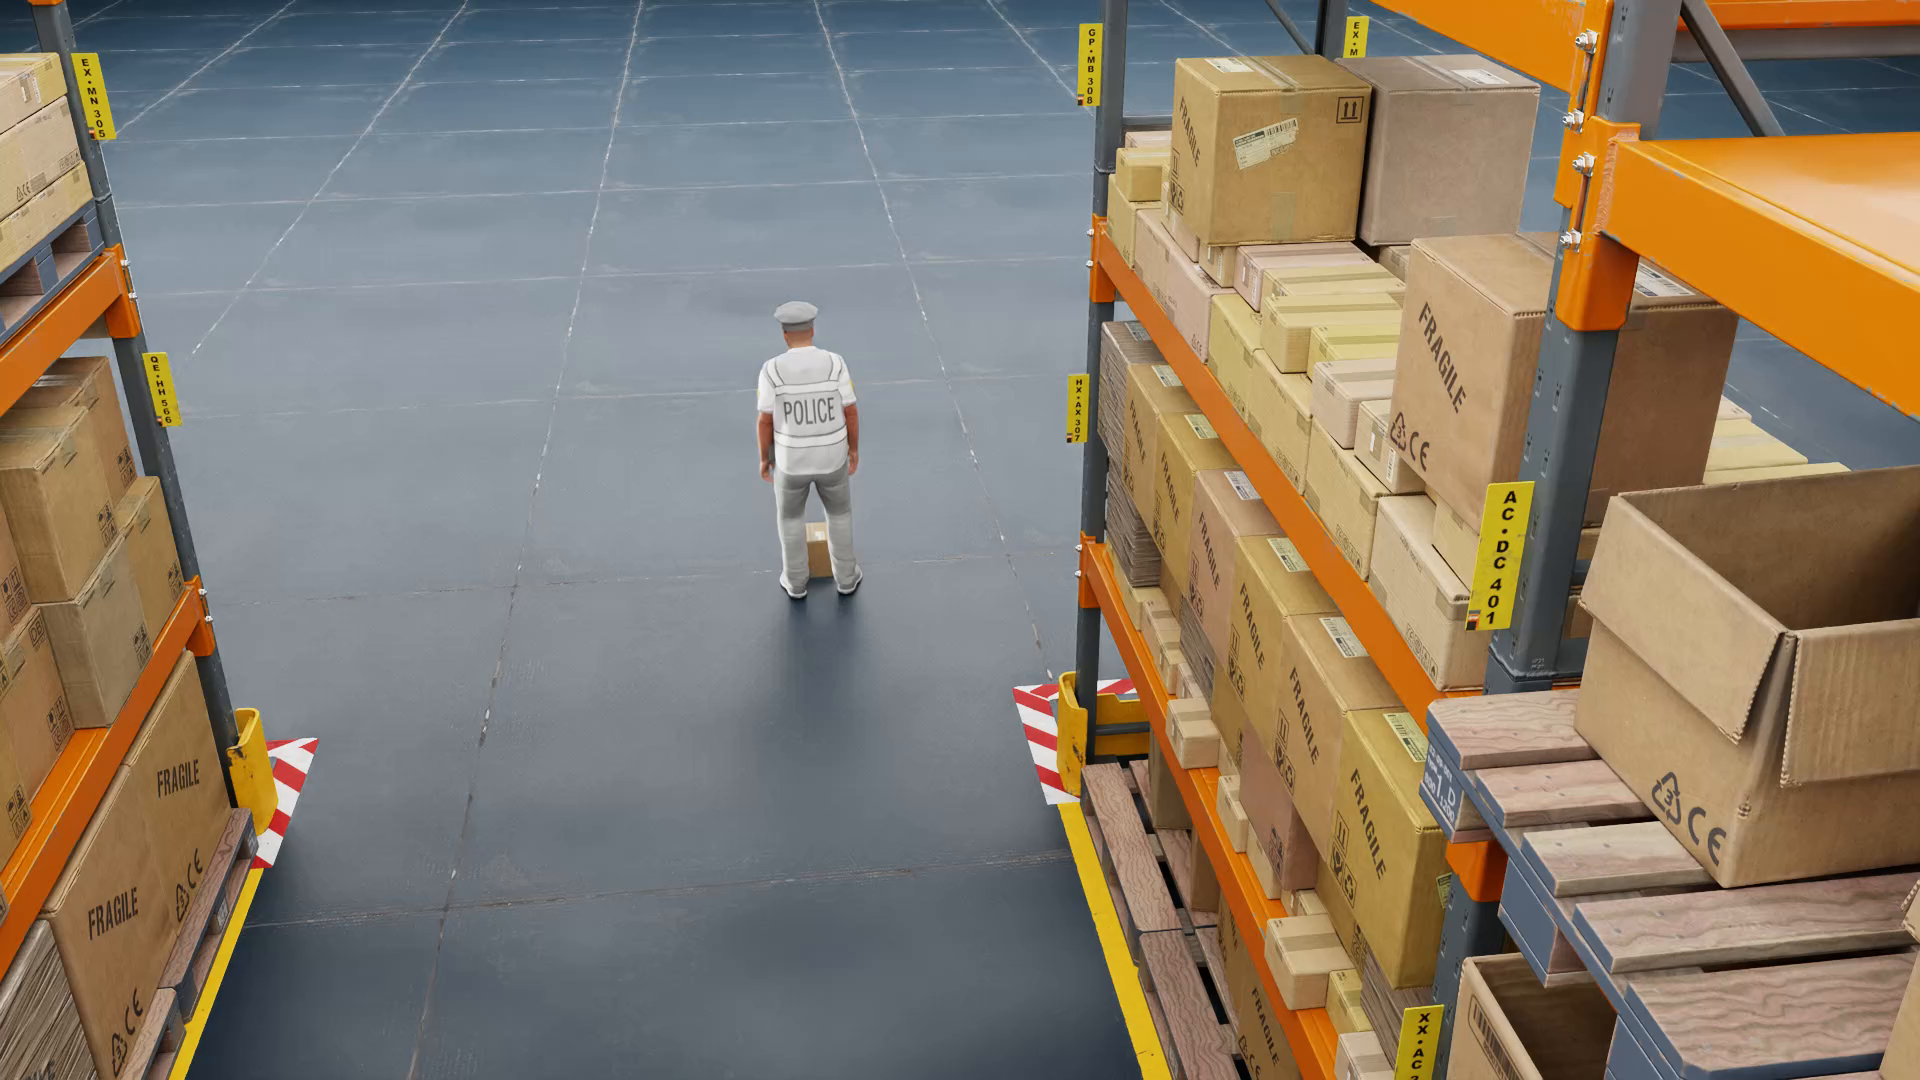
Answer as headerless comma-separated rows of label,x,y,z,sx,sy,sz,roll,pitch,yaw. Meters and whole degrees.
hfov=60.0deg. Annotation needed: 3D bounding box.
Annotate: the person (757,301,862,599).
person,-0.862,-0.480,9.553,0.594,1.746,0.437,-5,27,-10
